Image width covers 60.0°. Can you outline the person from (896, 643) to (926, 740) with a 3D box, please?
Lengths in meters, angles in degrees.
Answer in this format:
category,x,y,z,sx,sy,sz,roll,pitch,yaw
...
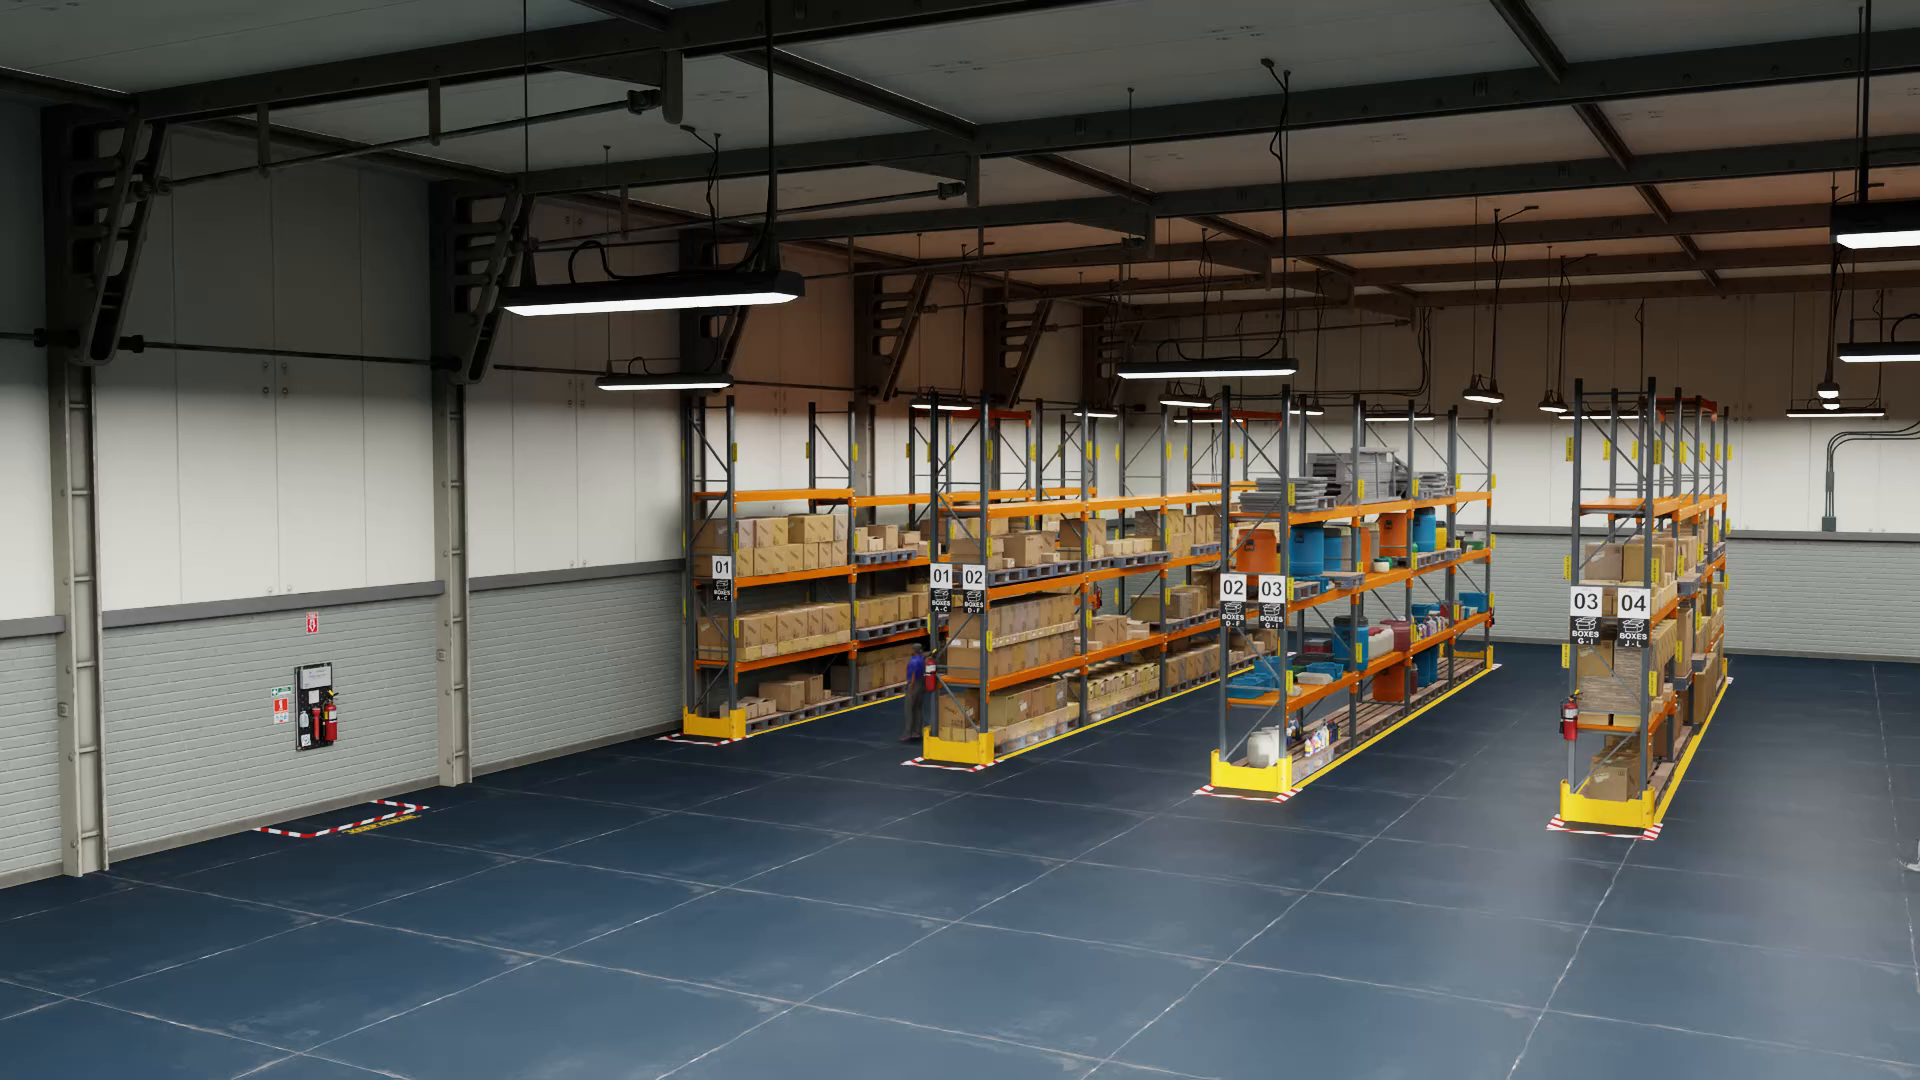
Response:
category,x,y,z,sx,sy,sz,roll,pitch,yaw
person,-0.837,2.648,29.111,0.375,1.687,0.589,2,3,27

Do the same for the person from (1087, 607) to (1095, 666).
category,x,y,z,sx,sy,sz,roll,pitch,yaw
person,2.668,2.283,35.538,0.494,1.712,0.571,0,3,-4

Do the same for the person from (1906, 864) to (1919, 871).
category,x,y,z,sx,sy,sz,roll,pitch,yaw
person,11.749,3.143,19.678,0.921,1.633,0.547,1,3,13
